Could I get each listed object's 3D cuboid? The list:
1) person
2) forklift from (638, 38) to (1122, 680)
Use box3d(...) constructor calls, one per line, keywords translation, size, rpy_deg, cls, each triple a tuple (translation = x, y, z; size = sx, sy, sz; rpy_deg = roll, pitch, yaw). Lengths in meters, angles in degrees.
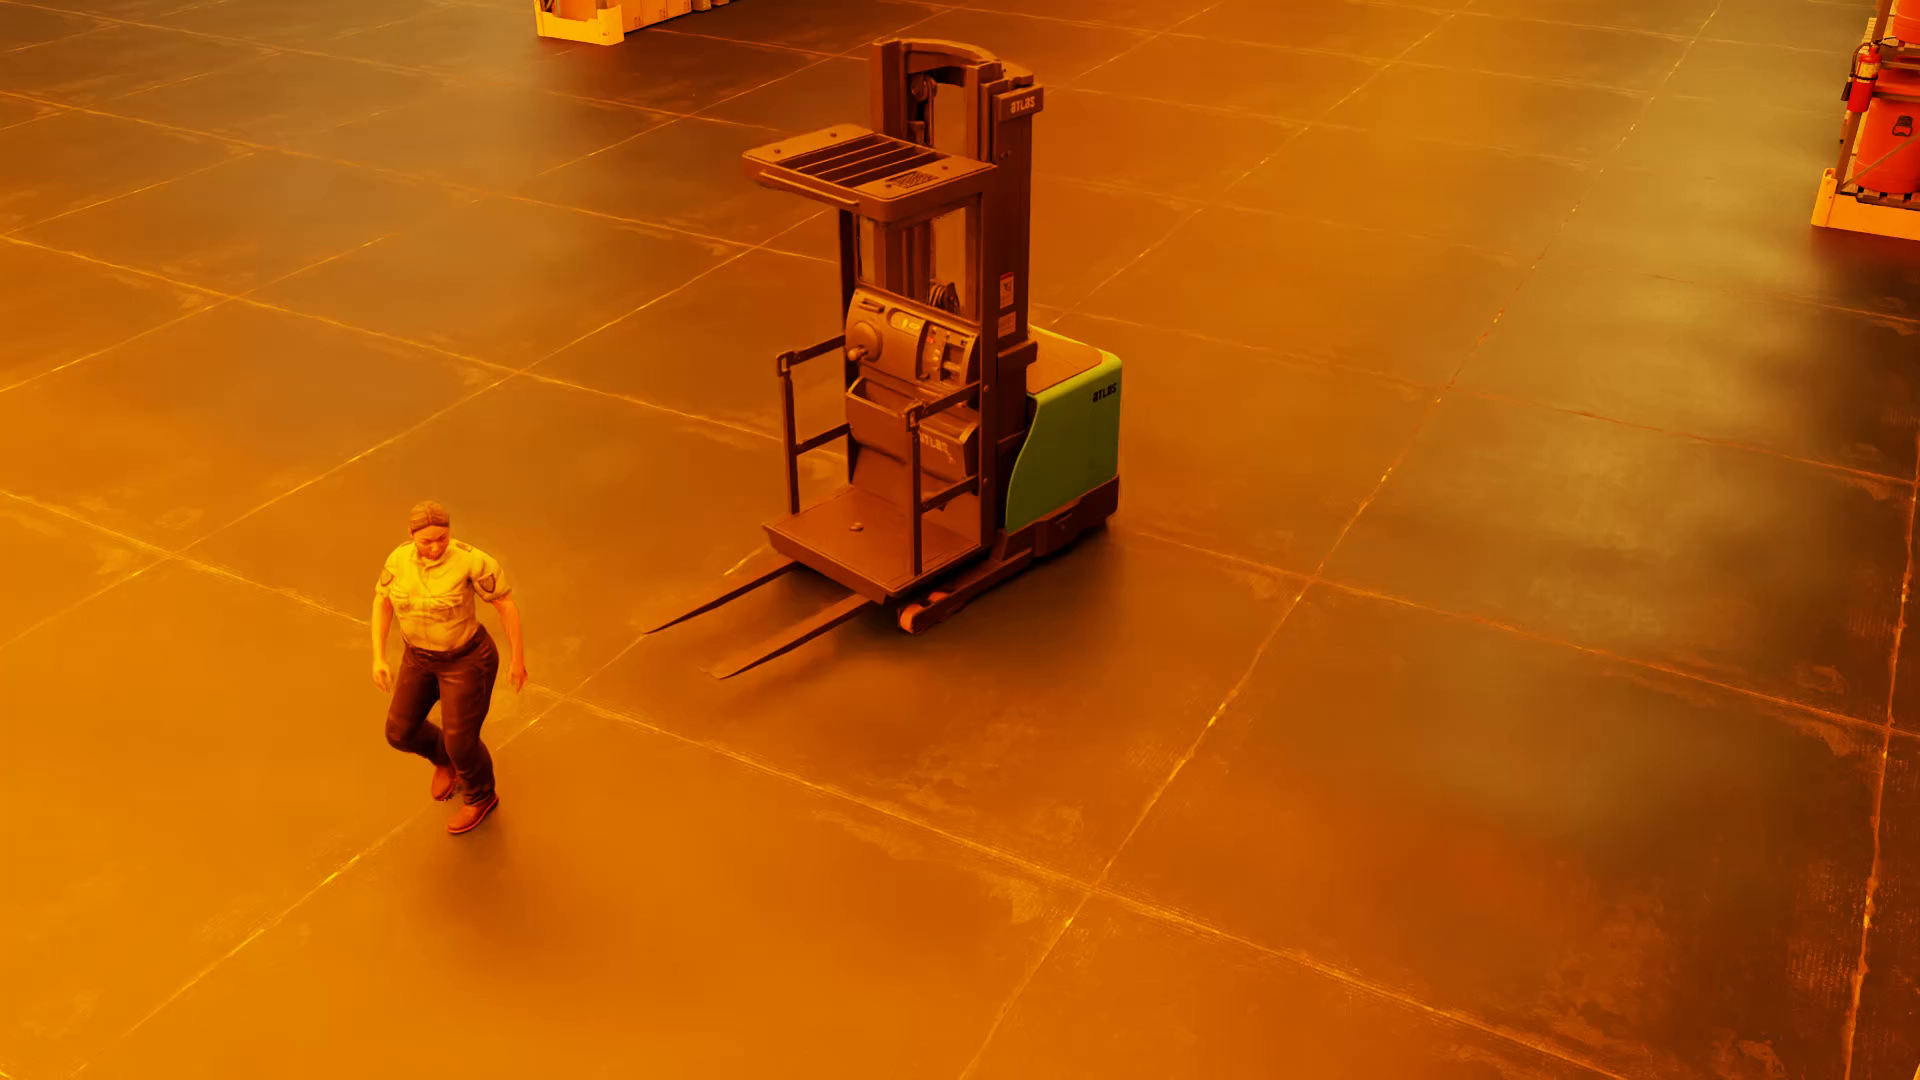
box3d(translation=(-2.267, 0.568, 7.415), size=(0.710, 1.619, 0.453), rpy_deg=(11, 32, 18), cls="person")
box3d(translation=(-0.414, -1.041, 8.874), size=(1.130, 2.935, 3.031), rpy_deg=(25, 38, 37), cls="forklift")
